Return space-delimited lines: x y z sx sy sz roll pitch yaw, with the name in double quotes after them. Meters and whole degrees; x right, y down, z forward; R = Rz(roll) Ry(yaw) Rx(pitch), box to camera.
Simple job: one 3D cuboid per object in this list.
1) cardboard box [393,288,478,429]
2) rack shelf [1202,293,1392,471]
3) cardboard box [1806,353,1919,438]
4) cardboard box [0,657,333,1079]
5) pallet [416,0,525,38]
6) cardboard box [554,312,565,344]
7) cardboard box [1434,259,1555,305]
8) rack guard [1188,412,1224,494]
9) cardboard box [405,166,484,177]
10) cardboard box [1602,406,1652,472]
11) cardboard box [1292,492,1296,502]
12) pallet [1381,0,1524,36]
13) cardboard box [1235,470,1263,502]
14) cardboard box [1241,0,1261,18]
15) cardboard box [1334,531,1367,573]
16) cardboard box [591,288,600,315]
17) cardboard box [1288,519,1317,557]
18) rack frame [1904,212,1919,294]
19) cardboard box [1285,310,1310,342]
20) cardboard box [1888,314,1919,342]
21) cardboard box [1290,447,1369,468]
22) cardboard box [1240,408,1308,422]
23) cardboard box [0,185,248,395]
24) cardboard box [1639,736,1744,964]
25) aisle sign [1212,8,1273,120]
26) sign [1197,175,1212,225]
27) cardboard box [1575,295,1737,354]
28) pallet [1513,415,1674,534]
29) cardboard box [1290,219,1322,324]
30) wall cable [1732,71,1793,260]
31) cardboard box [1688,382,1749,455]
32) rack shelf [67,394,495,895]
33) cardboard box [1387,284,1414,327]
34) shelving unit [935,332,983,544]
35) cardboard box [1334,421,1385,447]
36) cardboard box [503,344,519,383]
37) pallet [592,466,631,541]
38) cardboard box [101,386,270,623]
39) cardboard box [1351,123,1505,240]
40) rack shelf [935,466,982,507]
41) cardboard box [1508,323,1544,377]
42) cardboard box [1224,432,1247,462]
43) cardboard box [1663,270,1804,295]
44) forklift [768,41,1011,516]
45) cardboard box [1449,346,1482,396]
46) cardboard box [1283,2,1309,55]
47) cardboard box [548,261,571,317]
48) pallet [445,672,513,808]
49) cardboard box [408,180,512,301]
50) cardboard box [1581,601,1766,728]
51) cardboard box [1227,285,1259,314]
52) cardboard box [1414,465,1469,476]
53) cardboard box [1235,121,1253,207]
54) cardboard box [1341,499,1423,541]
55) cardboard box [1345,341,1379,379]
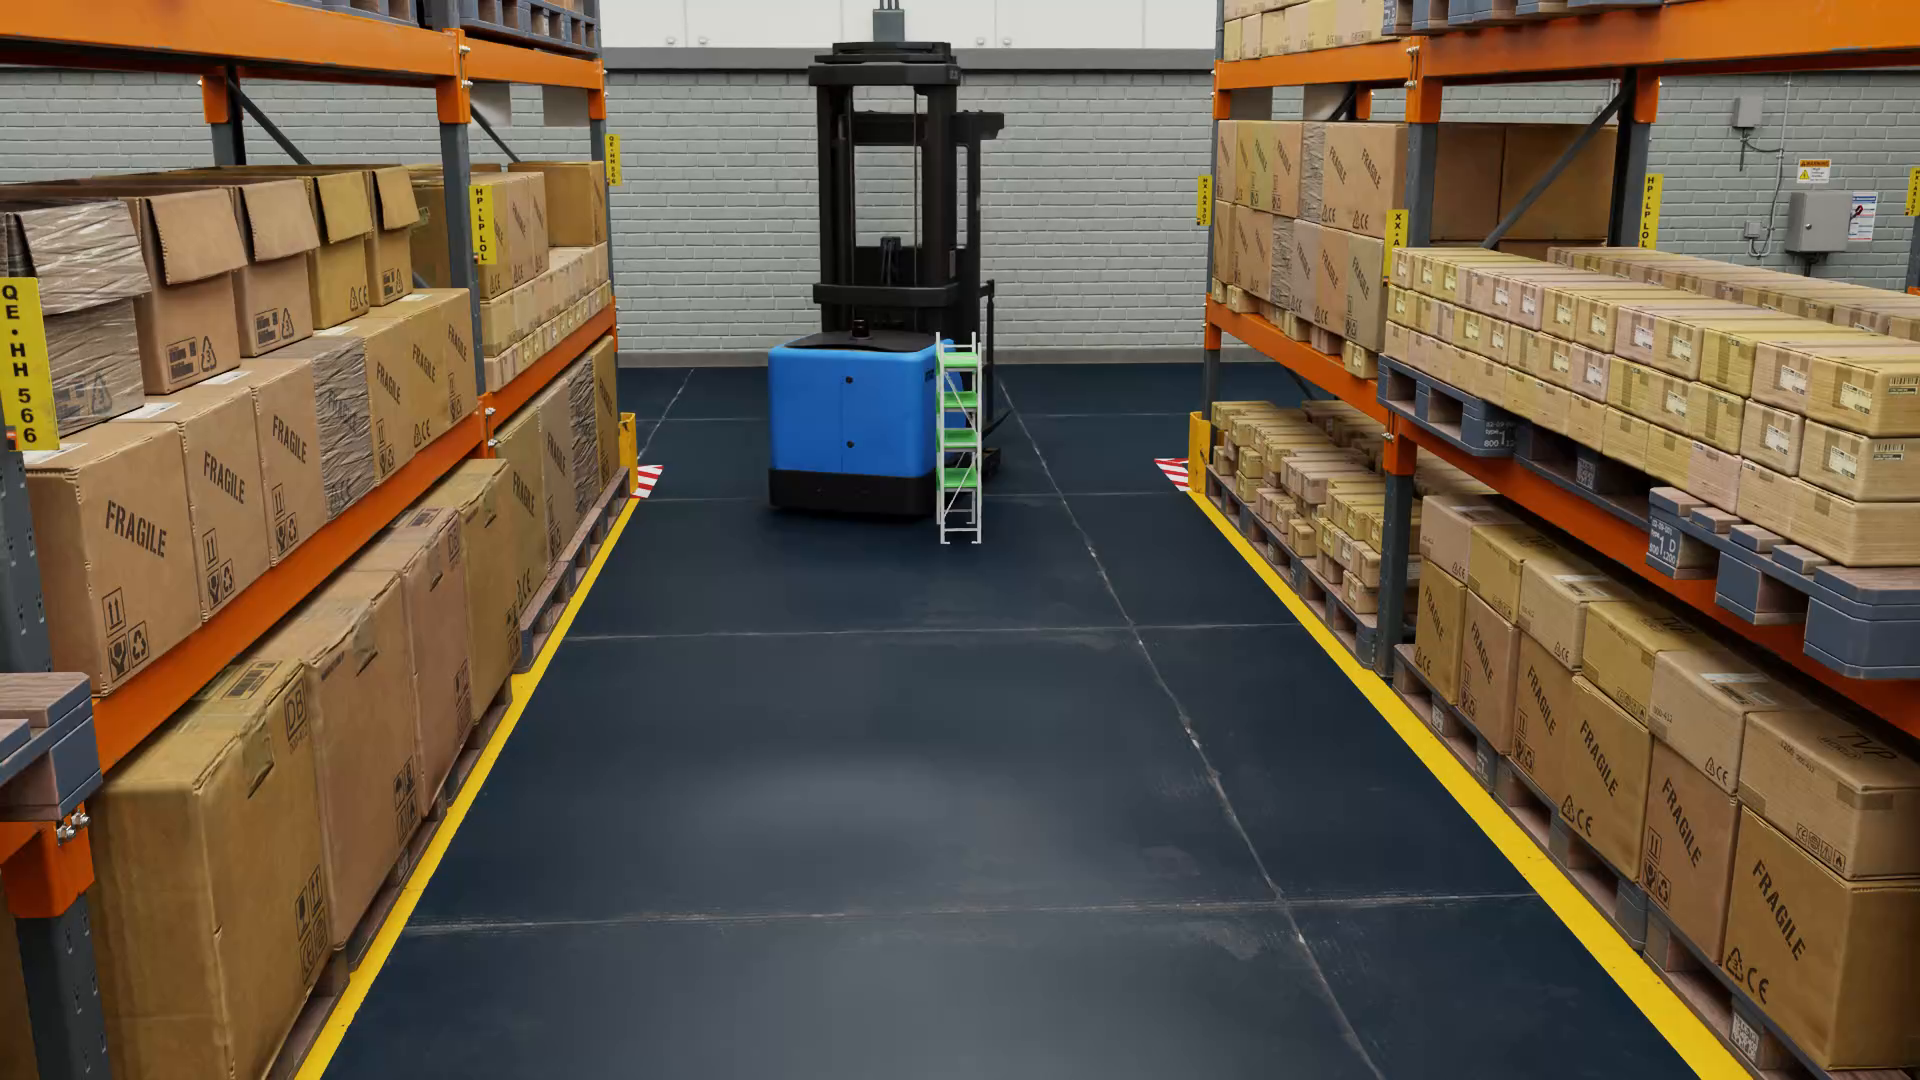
-2.246 -0.725 6.624 0.500 0.500 0.500 -1 14 -3 "cardboard box"
2.286 -0.989 9.295 1.077 0.370 4.000 -1 14 -3 "rack shelf"
2.170 -0.330 3.757 0.380 0.149 0.250 -1 15 -6 "cardboard box"
-2.321 0.860 4.087 1.225 0.875 0.875 -2 15 -6 "cardboard box"
-2.587 -2.402 7.501 1.003 0.211 1.213 -1 14 -3 "pallet"
-2.332 -1.133 8.916 0.380 0.149 0.250 -1 14 -5 "cardboard box"
2.012 -0.972 6.252 0.380 0.149 0.250 -1 14 -3 "cardboard box"
2.167 -0.606 11.377 1.175 0.500 0.348 -1 14 -3 "rack guard"
-2.966 -1.842 9.363 0.500 0.500 0.500 -1 14 -5 "cardboard box"
2.108 -0.297 4.824 0.380 0.149 0.250 -2 15 -6 "cardboard box"
2.086 -0.275 9.357 0.380 0.149 0.250 0 14 -1 "cardboard box"
2.342 -2.047 6.319 1.213 0.211 1.003 -1 14 -3 "pallet"
1.901 -0.332 10.175 0.380 0.149 0.250 -1 14 -3 "cardboard box"
1.963 -3.214 9.777 0.500 0.250 0.500 -1 14 -4 "cardboard box"
2.044 0.052 8.084 0.380 0.149 0.250 -2 15 -6 "cardboard box"
-2.412 -1.451 10.151 0.380 0.149 0.250 -1 14 -3 "cardboard box"
1.981 -0.013 8.934 0.380 0.149 0.250 -1 14 -4 "cardboard box"
7.096 -1.937 11.533 1.000 3.000 0.127 -1 14 -3 "rack frame"
1.990 -1.174 9.073 0.380 0.149 0.250 -1 14 -2 "cardboard box"
2.776 -0.527 4.522 0.380 0.149 0.250 -1 15 -6 "cardboard box"
2.068 -0.422 9.332 0.380 0.149 0.250 -1 14 -3 "cardboard box"
1.992 -0.744 10.581 0.380 0.149 0.250 -1 14 -2 "cardboard box"
-2.366 -0.672 4.406 0.797 0.503 0.637 -1 14 -2 "cardboard box"
2.327 0.873 4.788 0.500 0.500 0.500 0 14 -1 "cardboard box"
1.858 -3.108 10.867 0.394 0.787 0.004 -1 14 -3 "aisle sign"
1.620 -2.246 10.998 0.100 0.325 0.005 -1 14 -3 "sign"
2.092 -0.652 5.007 0.380 0.149 0.250 0 14 -1 "cardboard box"
2.494 -0.244 5.341 1.003 0.211 1.213 -1 14 -3 "pallet"
2.037 -1.402 8.656 0.500 0.500 0.500 -1 14 -4 "cardboard box"
8.138 -3.855 16.952 0.588 1.984 0.122 -1 14 -3 "wall cable"
2.135 -0.319 4.310 0.380 0.149 0.250 -1 14 -2 "cardboard box"
-2.423 0.057 5.229 1.077 0.370 4.000 -1 14 -3 "rack shelf"
1.975 -0.961 6.806 0.380 0.149 0.250 -1 14 -3 "cardboard box"
-0.010 -0.622 10.037 0.258 1.200 0.503 -1 14 -3 "shelving unit"
2.501 -0.627 10.128 0.380 0.149 0.250 -1 15 -6 "cardboard box"
-2.250 -0.811 7.663 0.380 0.149 0.250 -1 14 -5 "cardboard box"
-2.667 -0.235 10.518 1.003 0.211 1.213 -1 14 -3 "pallet"
-2.092 -0.096 4.178 0.500 0.500 0.500 -1 14 -5 "cardboard box"
2.111 -1.630 7.536 0.500 0.500 0.500 -1 14 -5 "cardboard box"
-0.010 -0.328 10.113 0.258 0.148 0.480 -1 14 -3 "rack shelf"
2.061 -0.635 5.538 0.380 0.149 0.250 -1 14 -4 "cardboard box"
1.899 -0.599 10.615 0.380 0.149 0.250 -1 14 -4 "cardboard box"
2.689 -0.856 5.800 0.380 0.149 0.250 -1 14 -5 "cardboard box"
-0.332 -1.894 11.507 1.130 2.935 3.031 4 15 15 "forklift"
2.024 -0.623 6.091 0.380 0.149 0.250 -1 14 -3 "cardboard box"
2.029 -2.712 8.828 0.500 0.250 0.500 -1 14 -4 "cardboard box"
-2.401 -1.356 8.982 0.500 0.250 0.500 -1 14 -3 "cardboard box"
-2.424 0.752 6.679 1.003 0.211 1.213 -1 14 -3 "pallet"
-2.322 -1.346 7.439 0.500 0.500 0.500 -1 14 -3 "cardboard box"
2.295 0.380 5.197 0.500 0.250 0.500 -1 14 -2 "cardboard box"
1.875 -1.497 10.330 0.380 0.149 0.250 -1 14 -5 "cardboard box"
2.599 -0.301 8.859 0.380 0.149 0.250 -1 14 -2 "cardboard box"
1.962 -2.271 10.027 0.500 0.500 0.500 0 14 -2 "cardboard box"
2.072 -0.098 8.074 0.380 0.149 0.250 -1 14 -3 "cardboard box"
2.034 -0.848 7.808 0.380 0.149 0.250 -1 14 -5 "cardboard box"
